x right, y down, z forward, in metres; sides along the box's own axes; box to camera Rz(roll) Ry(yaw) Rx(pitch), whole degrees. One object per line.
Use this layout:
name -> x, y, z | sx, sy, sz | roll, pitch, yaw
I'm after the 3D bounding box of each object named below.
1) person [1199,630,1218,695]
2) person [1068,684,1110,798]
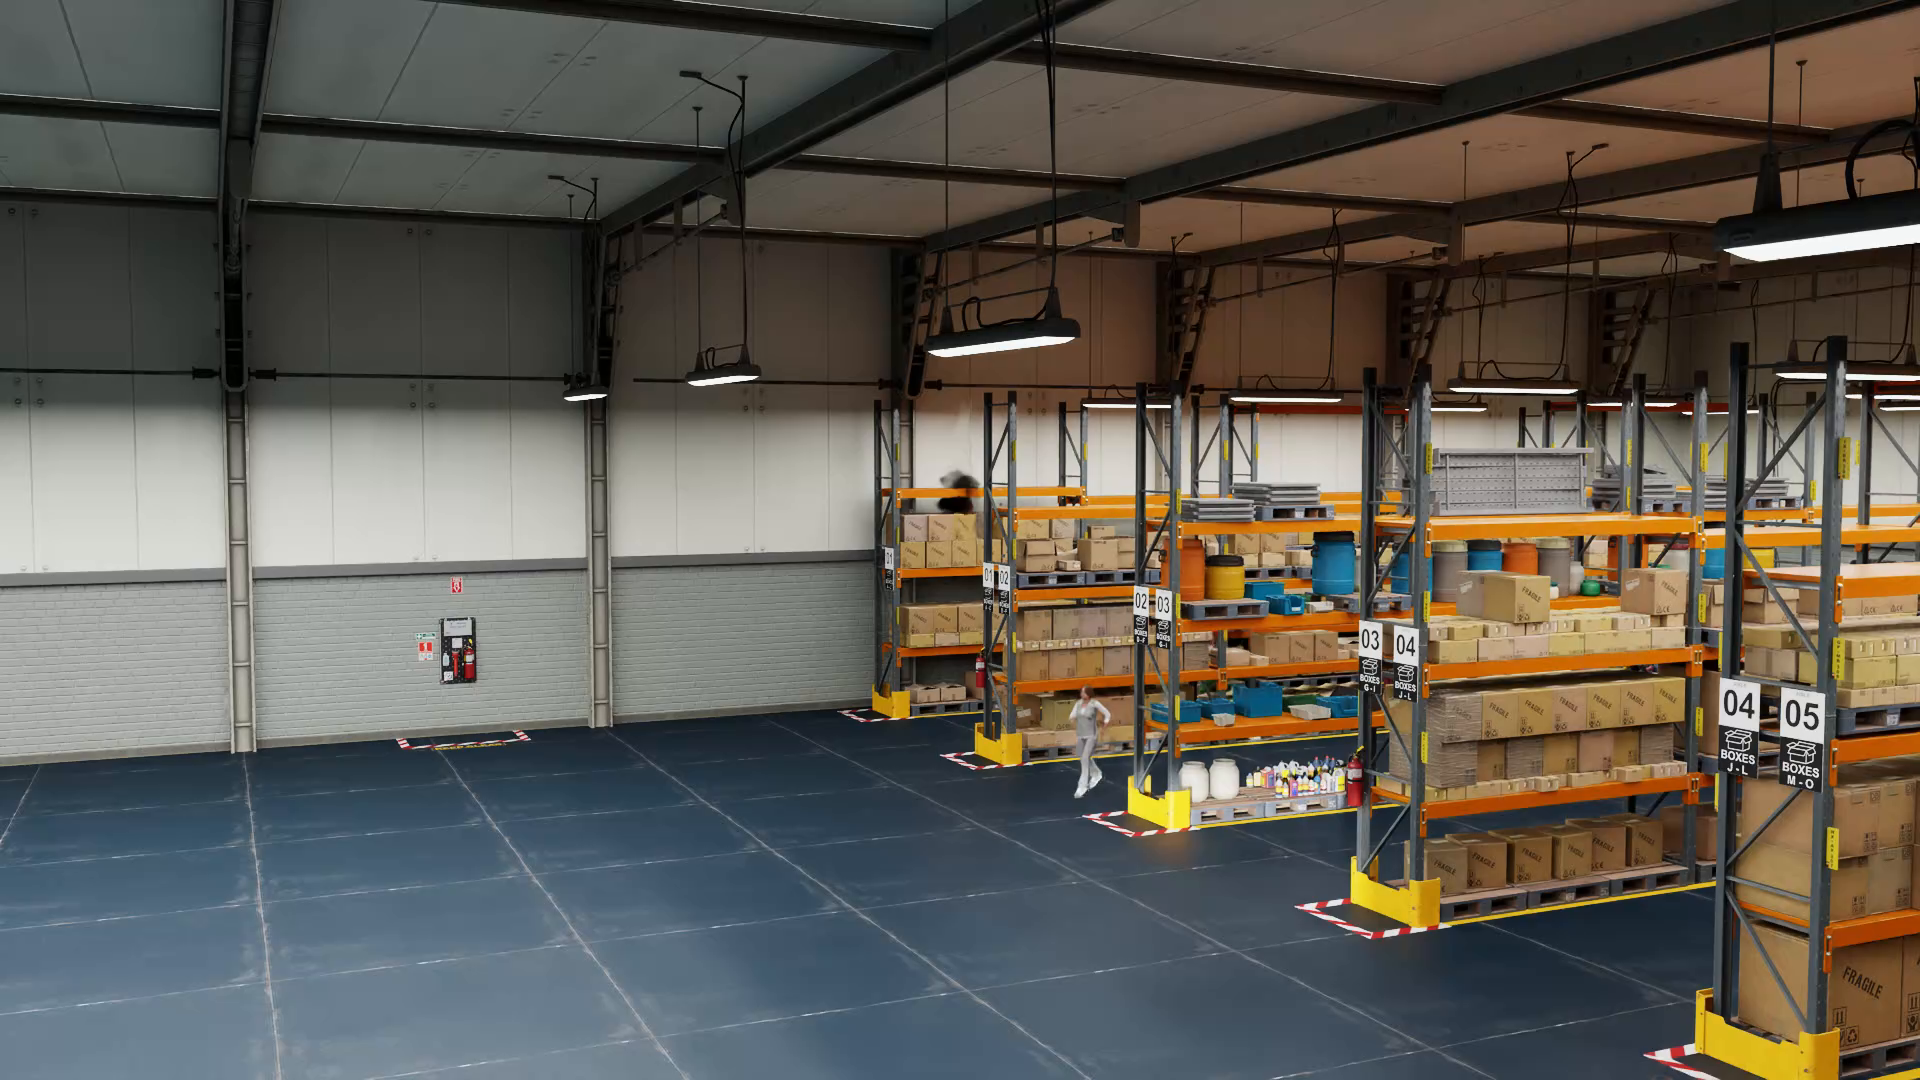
person -> 4.563, 2.483, 30.827 | 0.626, 1.772, 0.615 | -2, 4, -26
person -> 1.883, 2.930, 24.471 | 0.573, 1.631, 0.745 | 3, 4, 38
